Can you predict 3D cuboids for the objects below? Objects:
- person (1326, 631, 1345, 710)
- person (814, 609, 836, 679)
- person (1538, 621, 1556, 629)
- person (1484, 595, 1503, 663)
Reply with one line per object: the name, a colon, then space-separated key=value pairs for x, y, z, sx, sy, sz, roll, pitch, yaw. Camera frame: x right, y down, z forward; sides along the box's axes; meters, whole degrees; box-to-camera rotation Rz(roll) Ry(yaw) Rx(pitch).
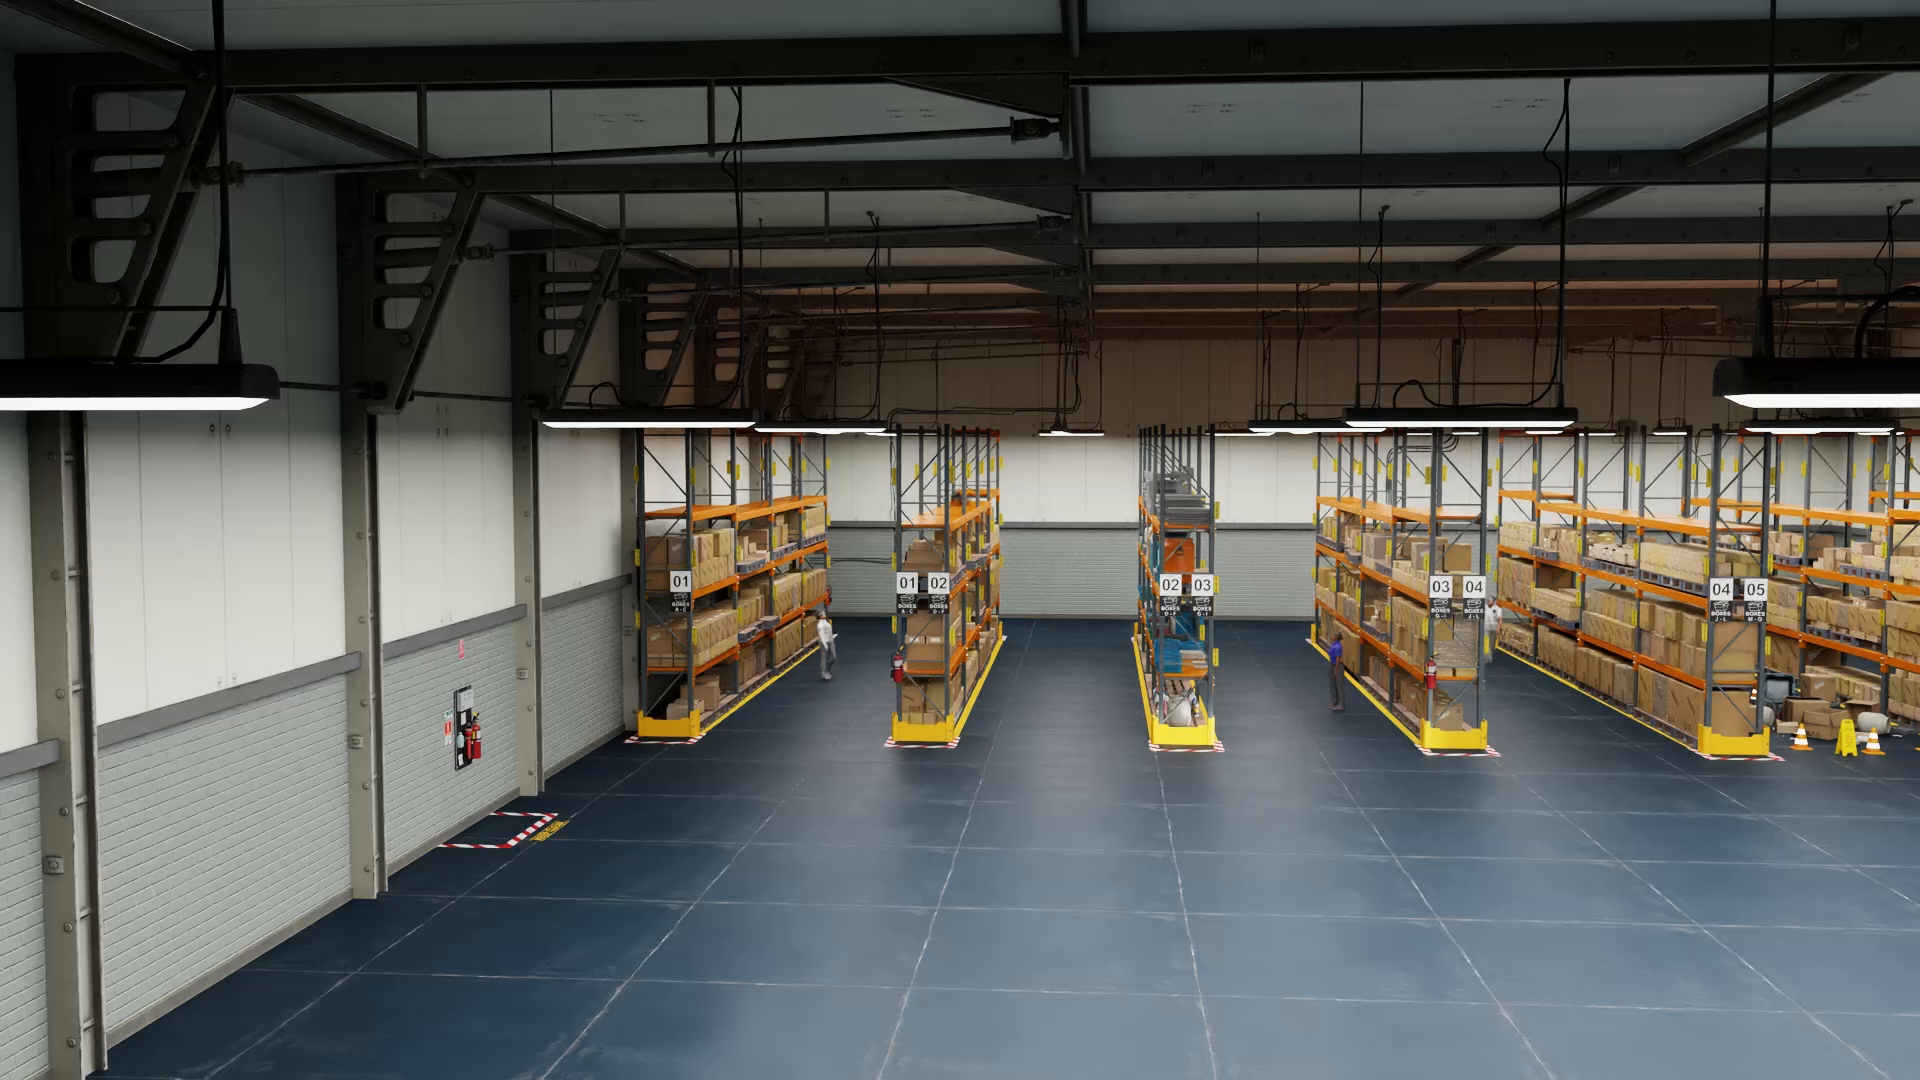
person: x=7.950 y=2.746 z=35.189 sx=0.348 sy=1.663 sz=0.491 roll=-1 pitch=4 yaw=-12
person: x=-3.216 y=2.476 z=39.781 sx=0.482 sy=1.697 sz=0.545 roll=2 pitch=4 yaw=33
person: x=16.944 y=1.897 z=48.072 sx=0.745 sy=1.745 sz=0.933 roll=-1 pitch=4 yaw=-10
person: x=13.587 y=2.262 z=42.488 sx=0.487 sy=1.718 sz=1.060 roll=0 pitch=3 yaw=4
